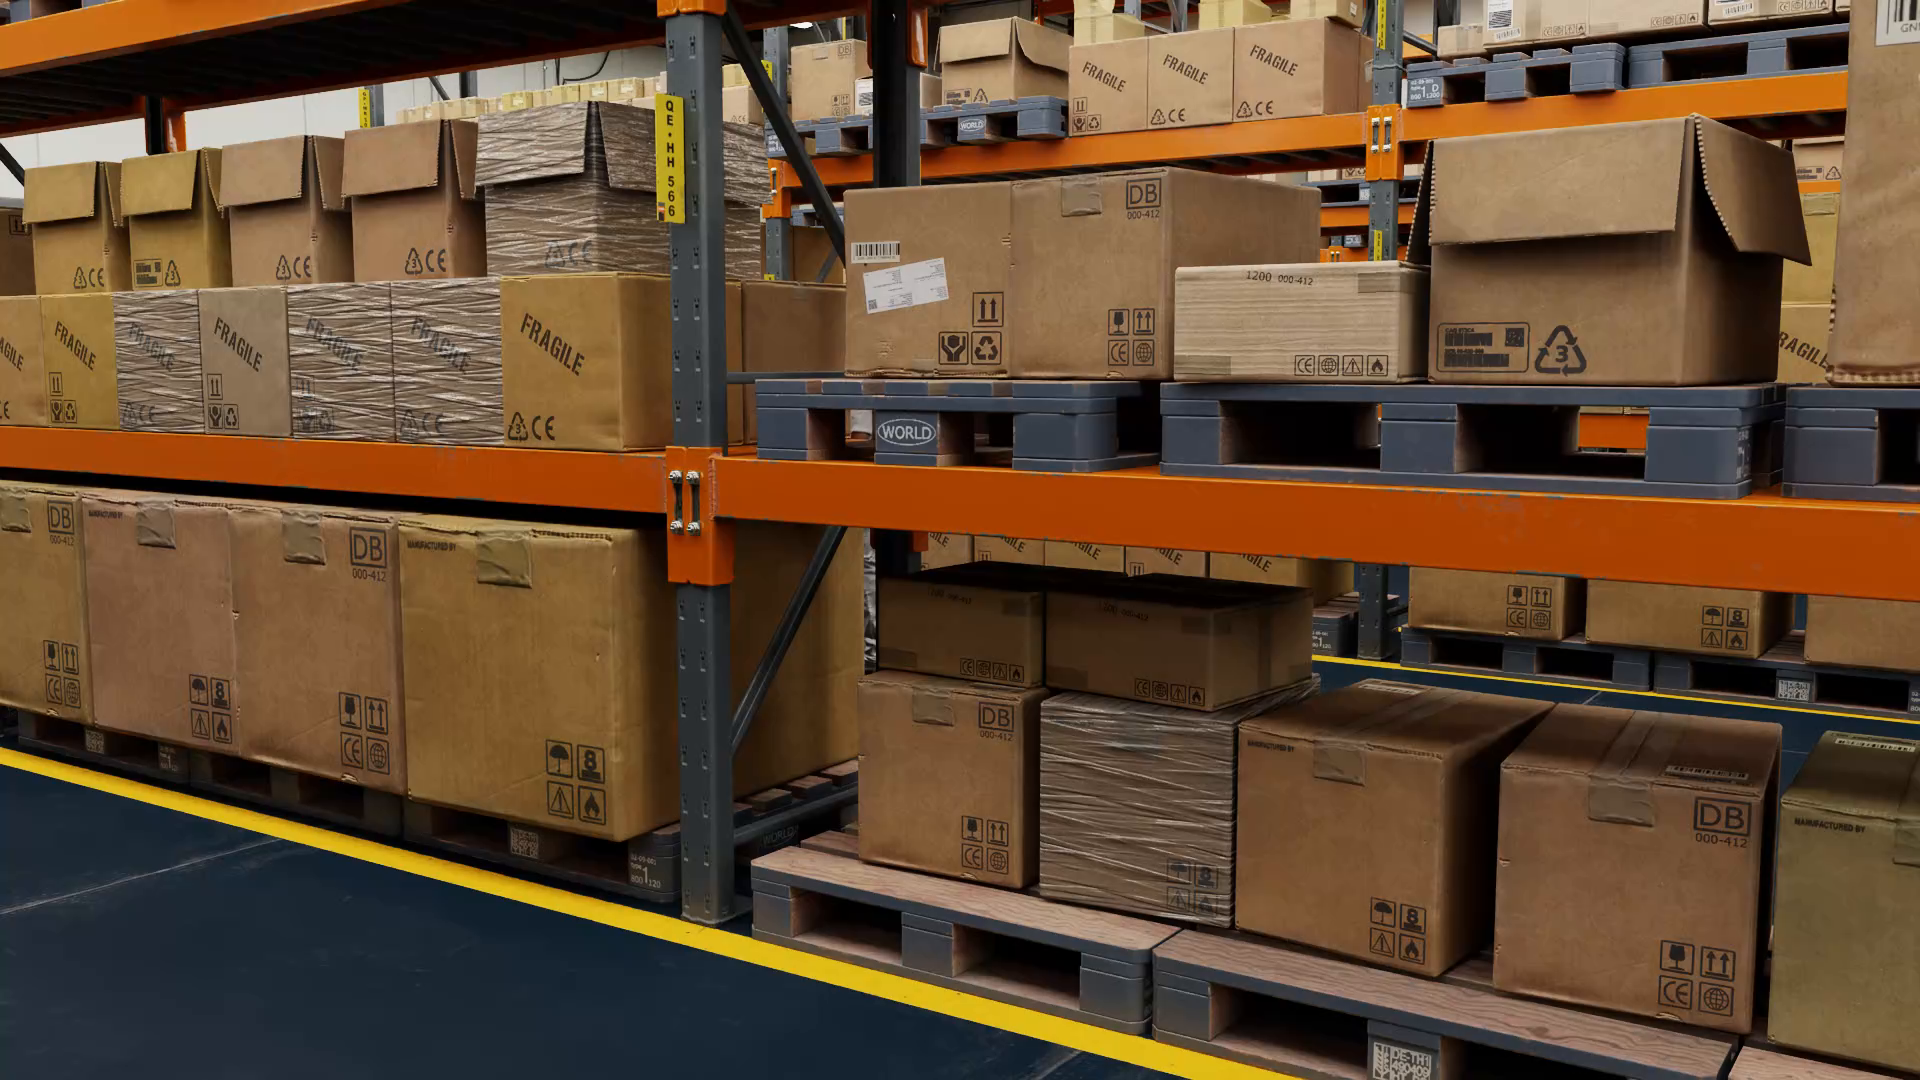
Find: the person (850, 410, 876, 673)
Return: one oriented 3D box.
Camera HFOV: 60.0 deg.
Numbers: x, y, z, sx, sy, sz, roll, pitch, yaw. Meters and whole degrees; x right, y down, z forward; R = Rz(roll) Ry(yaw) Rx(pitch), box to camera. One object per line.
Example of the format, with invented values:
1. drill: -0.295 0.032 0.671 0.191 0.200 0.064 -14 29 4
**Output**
1. person: -0.406 -0.229 8.341 0.453 1.774 0.621 4 7 33
